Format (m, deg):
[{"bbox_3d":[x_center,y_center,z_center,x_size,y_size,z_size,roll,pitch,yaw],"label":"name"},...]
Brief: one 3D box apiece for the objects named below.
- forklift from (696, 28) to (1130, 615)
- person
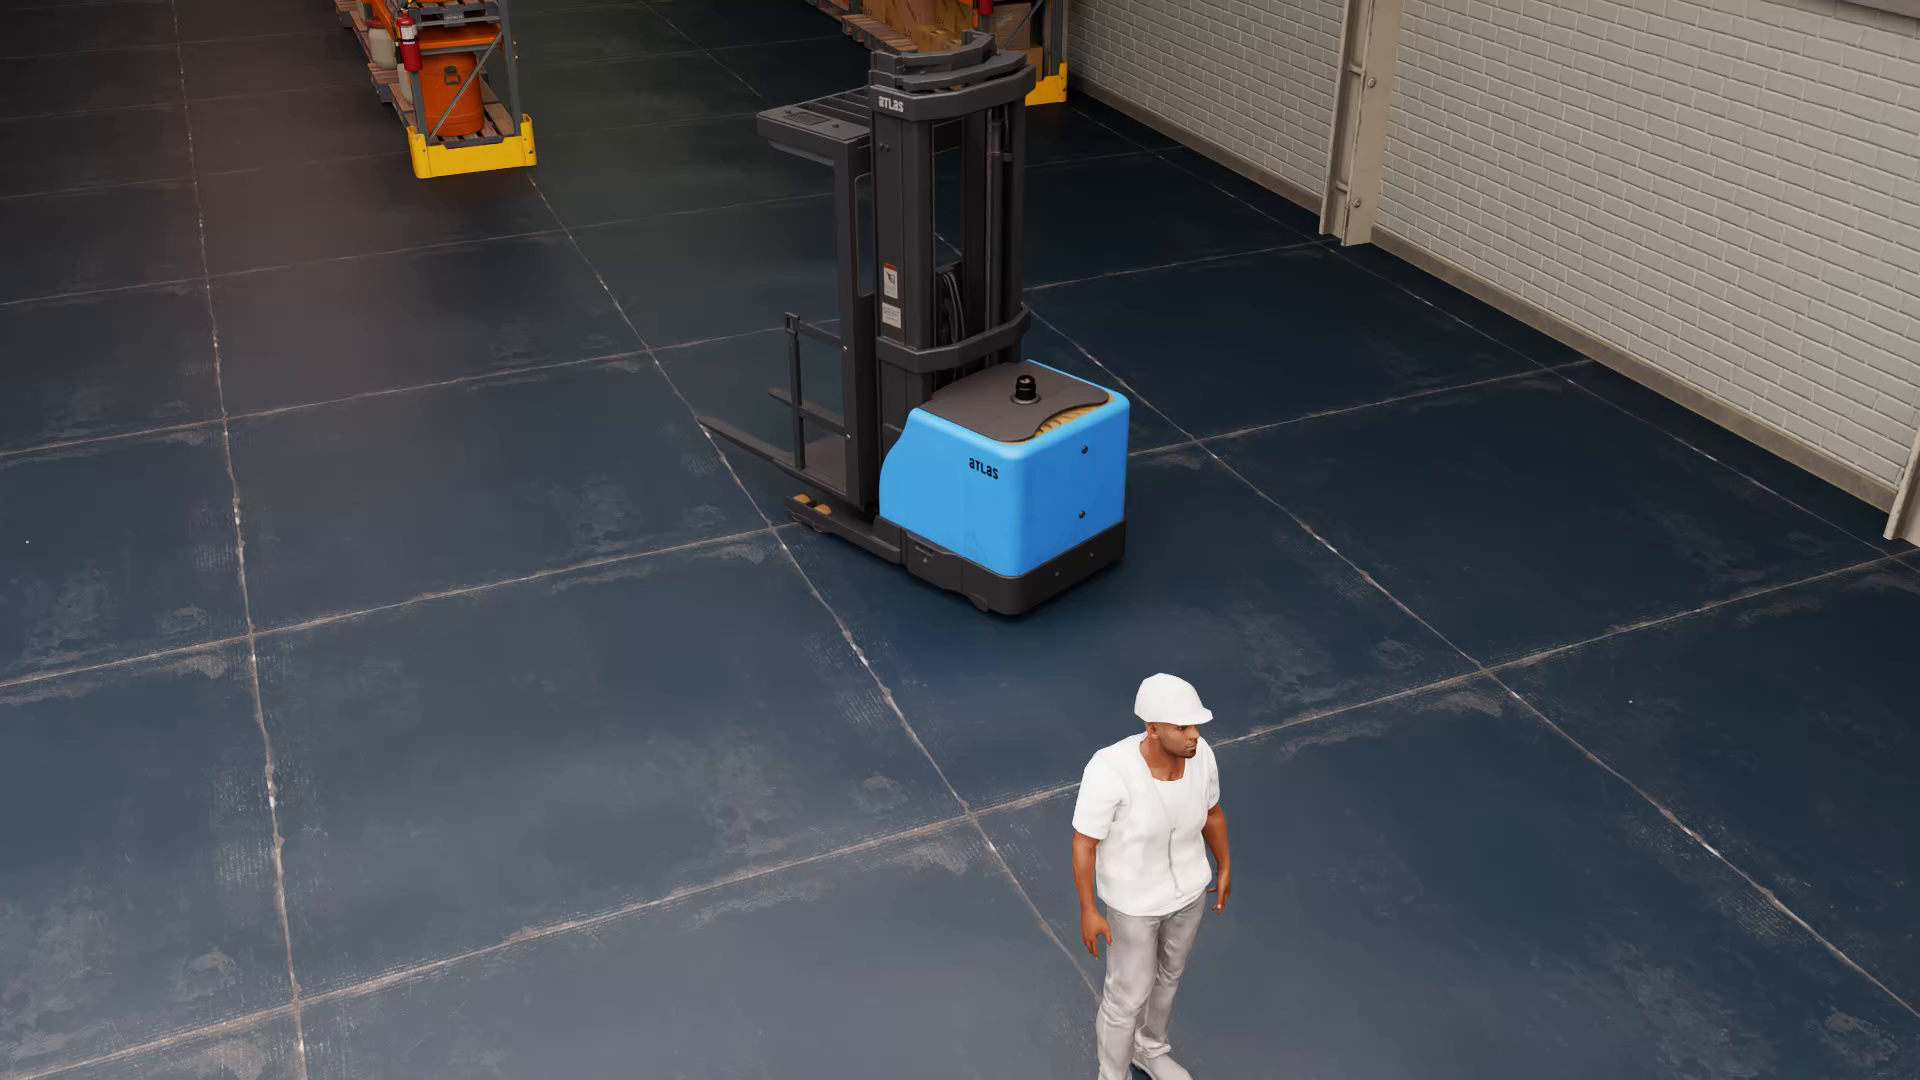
[{"bbox_3d":[-0.436,-1.483,9.714,3.031,2.935,1.130,26,39,37],"label":"forklift"},{"bbox_3d":[0.741,1.304,5.998,0.665,1.766,0.577,-16,34,-26],"label":"person"}]
